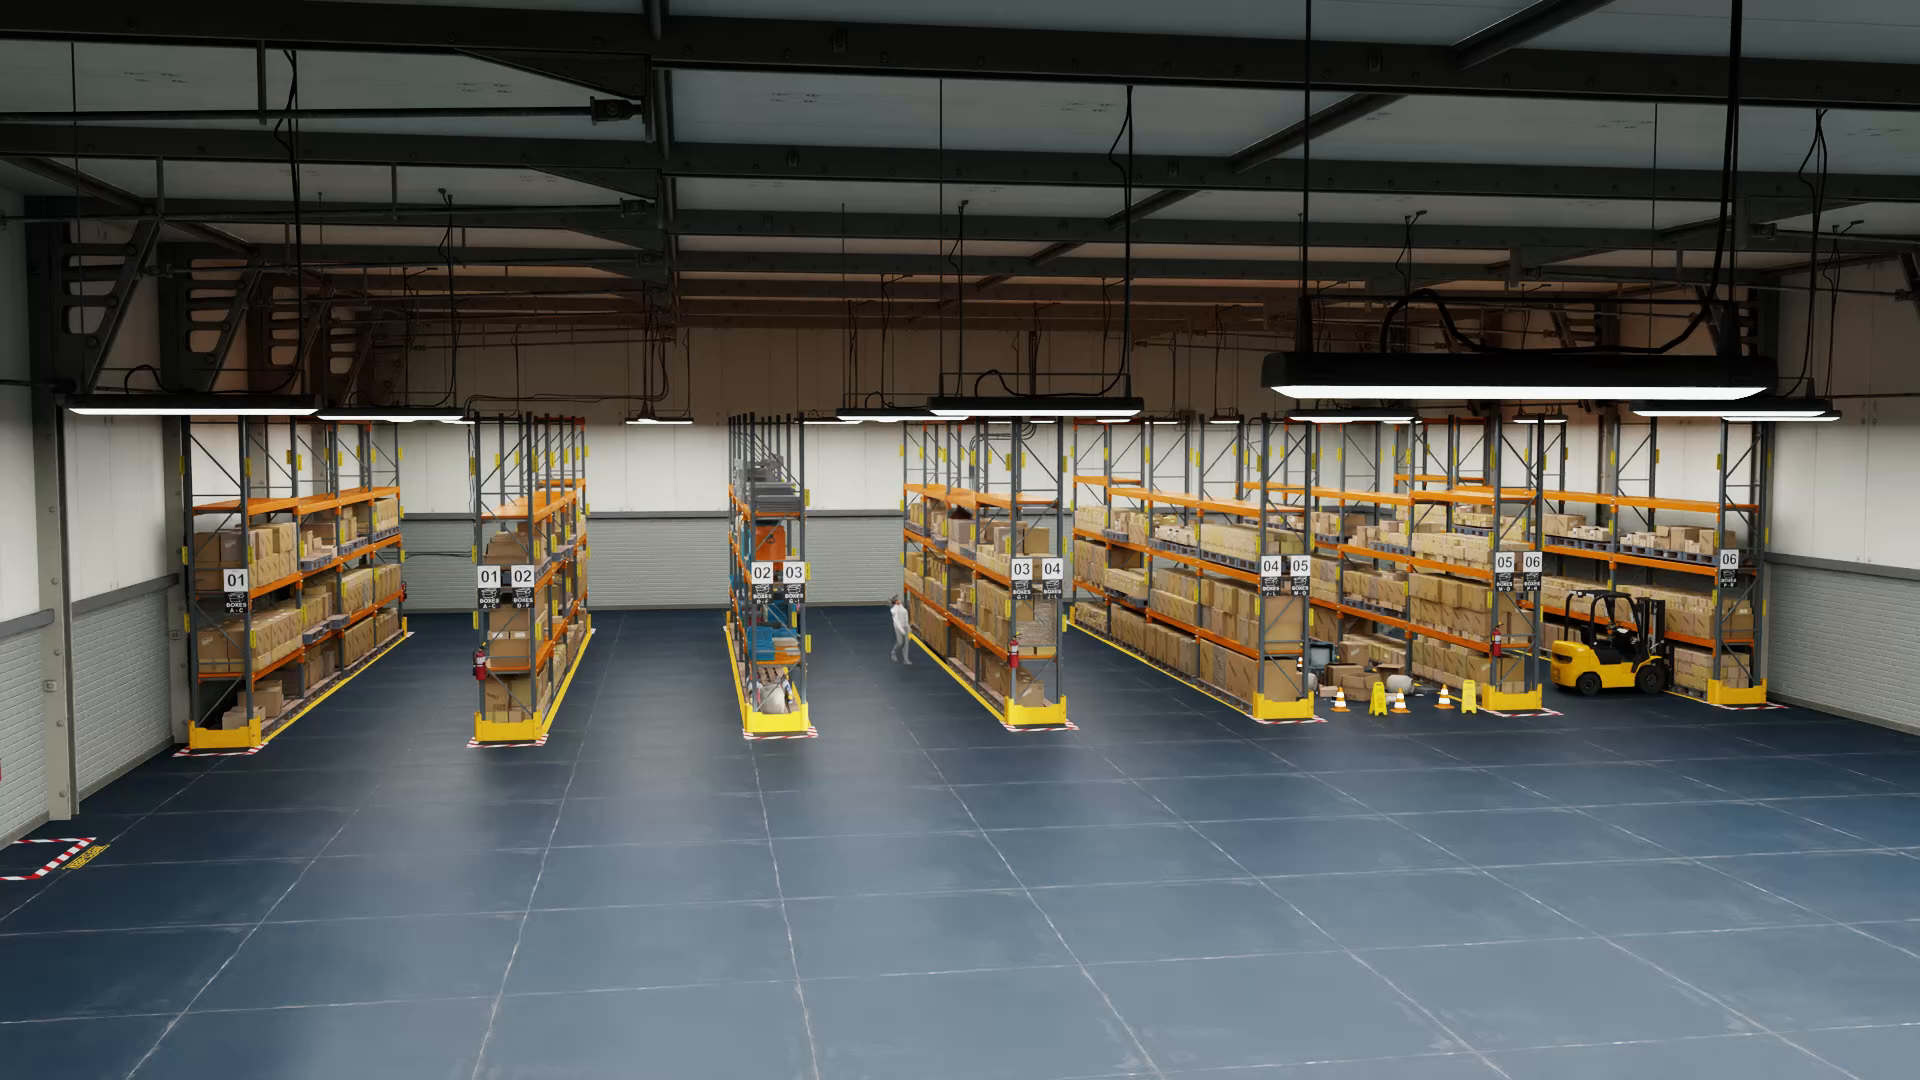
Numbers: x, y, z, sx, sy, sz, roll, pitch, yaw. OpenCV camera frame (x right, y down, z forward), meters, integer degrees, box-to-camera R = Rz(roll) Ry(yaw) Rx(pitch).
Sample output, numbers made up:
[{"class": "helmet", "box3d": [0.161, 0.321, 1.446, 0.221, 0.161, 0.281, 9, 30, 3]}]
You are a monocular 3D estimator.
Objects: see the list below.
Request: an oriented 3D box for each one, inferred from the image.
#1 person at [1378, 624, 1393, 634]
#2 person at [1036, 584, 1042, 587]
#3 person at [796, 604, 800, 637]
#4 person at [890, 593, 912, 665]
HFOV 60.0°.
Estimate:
[{"class": "person", "box3d": [11.795, 1.773, 46.043, 0.431, 1.668, 0.509, 1, 4, 9]}, {"class": "person", "box3d": [2.335, 1.520, 49.241, 0.950, 1.711, 0.688, -2, 4, -26]}, {"class": "person", "box3d": [-4.357, 1.853, 45.261, 0.480, 1.618, 0.450, 0, 4, 3]}, {"class": "person", "box3d": [-1.339, 2.093, 39.377, 0.548, 1.675, 0.592, -3, 5, -42]}]
